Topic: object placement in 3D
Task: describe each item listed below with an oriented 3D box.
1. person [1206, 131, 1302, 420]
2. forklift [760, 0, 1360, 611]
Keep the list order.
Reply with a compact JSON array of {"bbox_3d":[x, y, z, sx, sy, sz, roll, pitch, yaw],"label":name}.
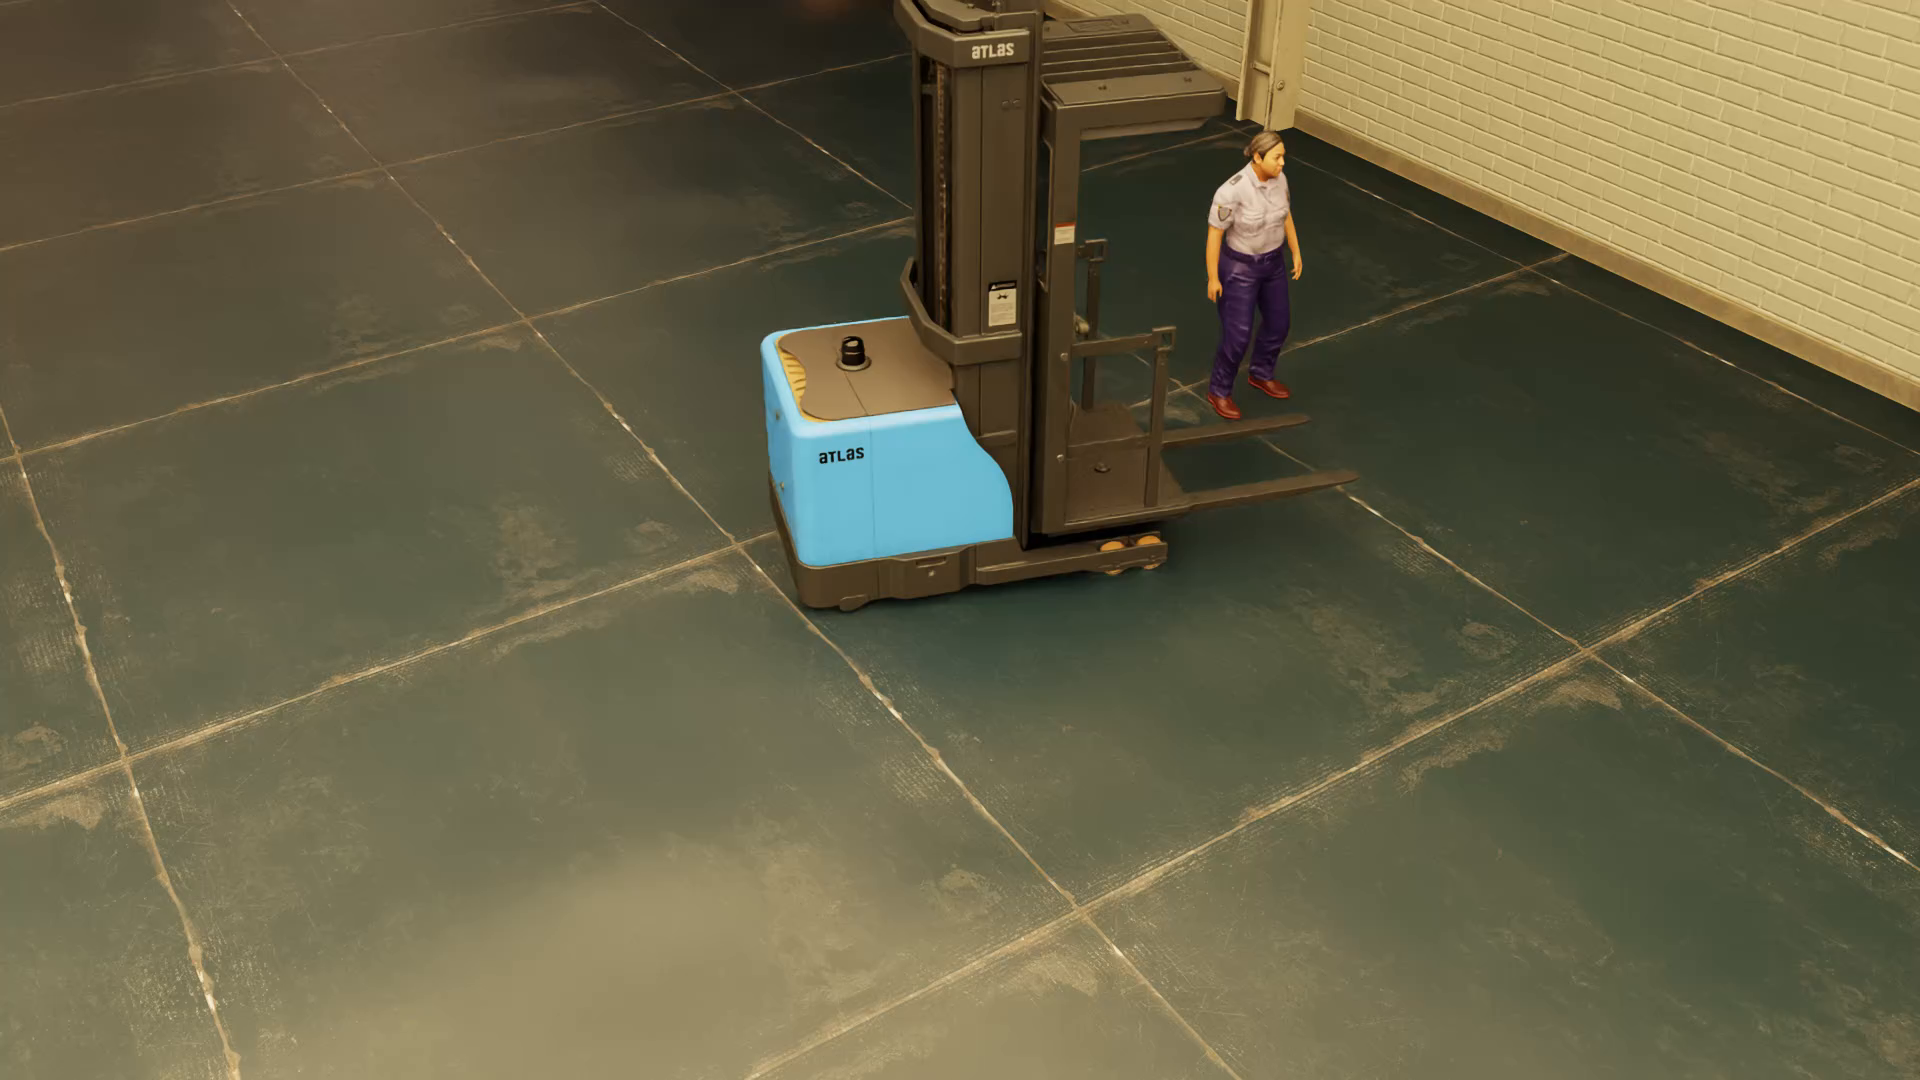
[{"bbox_3d":[1.680,-1.528,9.446,0.636,1.641,0.398,-22,41,-28],"label":"person"},{"bbox_3d":[0.566,-1.310,8.012,3.031,2.935,1.130,-9,36,-12],"label":"forklift"}]
